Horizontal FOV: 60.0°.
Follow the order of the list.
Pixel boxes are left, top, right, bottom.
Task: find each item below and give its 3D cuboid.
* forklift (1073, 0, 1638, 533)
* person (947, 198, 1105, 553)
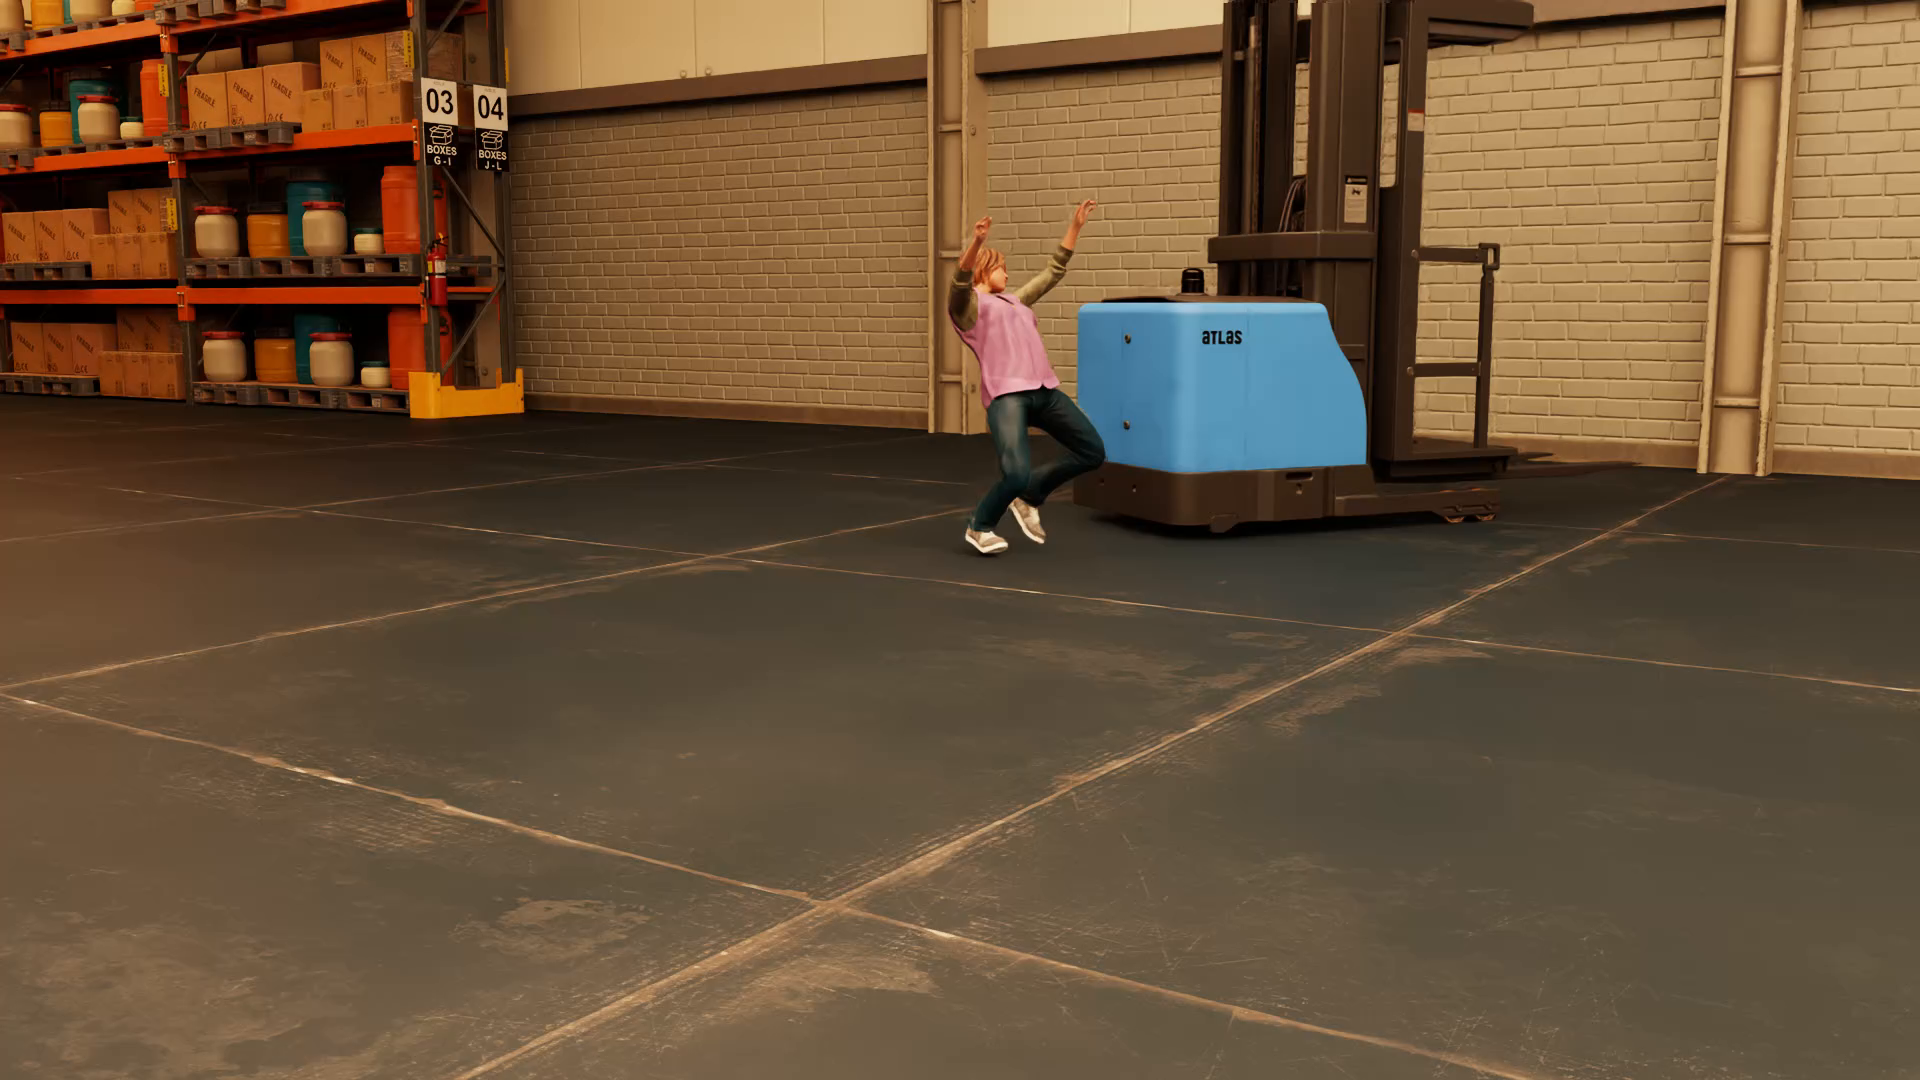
[{"bbox_3d":[2.130,-1.596,8.417,3.031,2.935,1.130,-4,9,-25],"label":"forklift"},{"bbox_3d":[0.180,-0.698,7.083,0.631,1.506,0.843,7,11,42],"label":"person"}]
